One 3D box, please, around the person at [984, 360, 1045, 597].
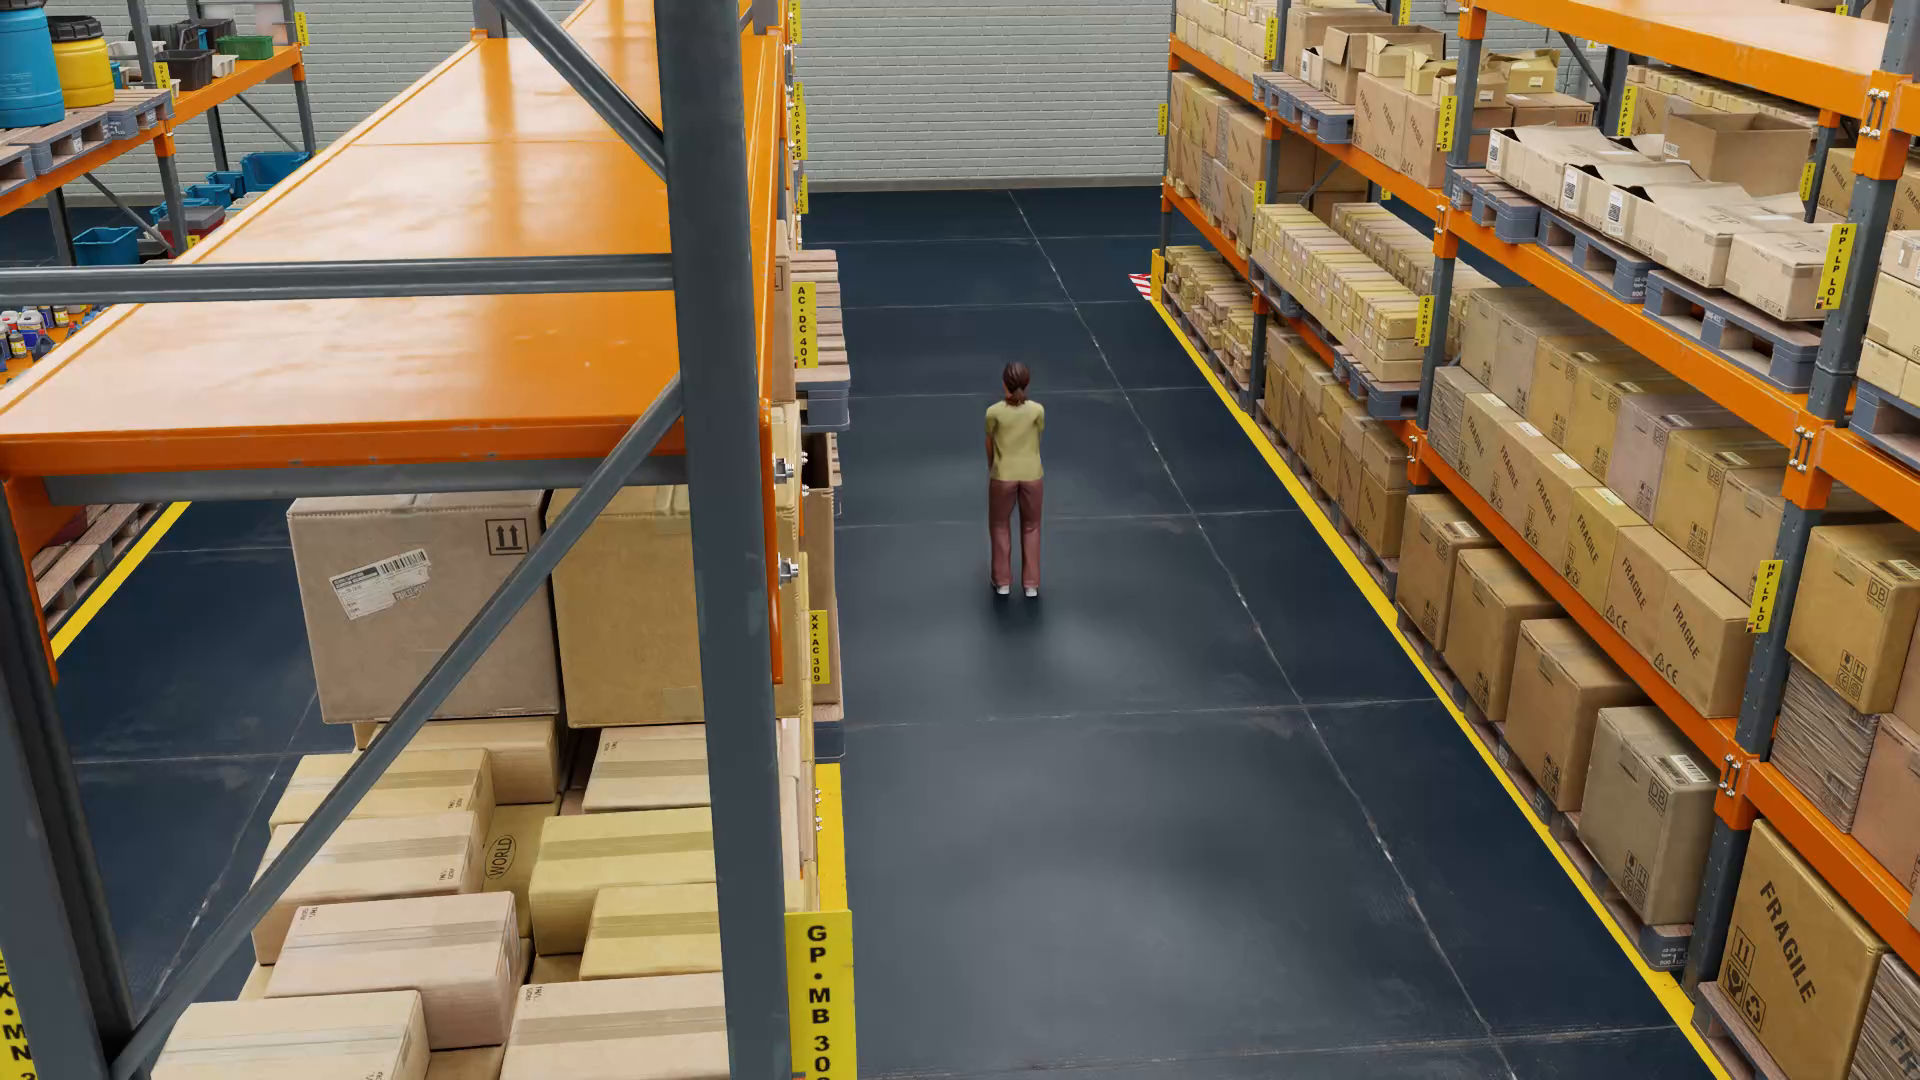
[{"bbox_3d":[0.360,-0.441,11.327,0.407,1.668,0.502,-3,24,-6],"label":"person"}]
